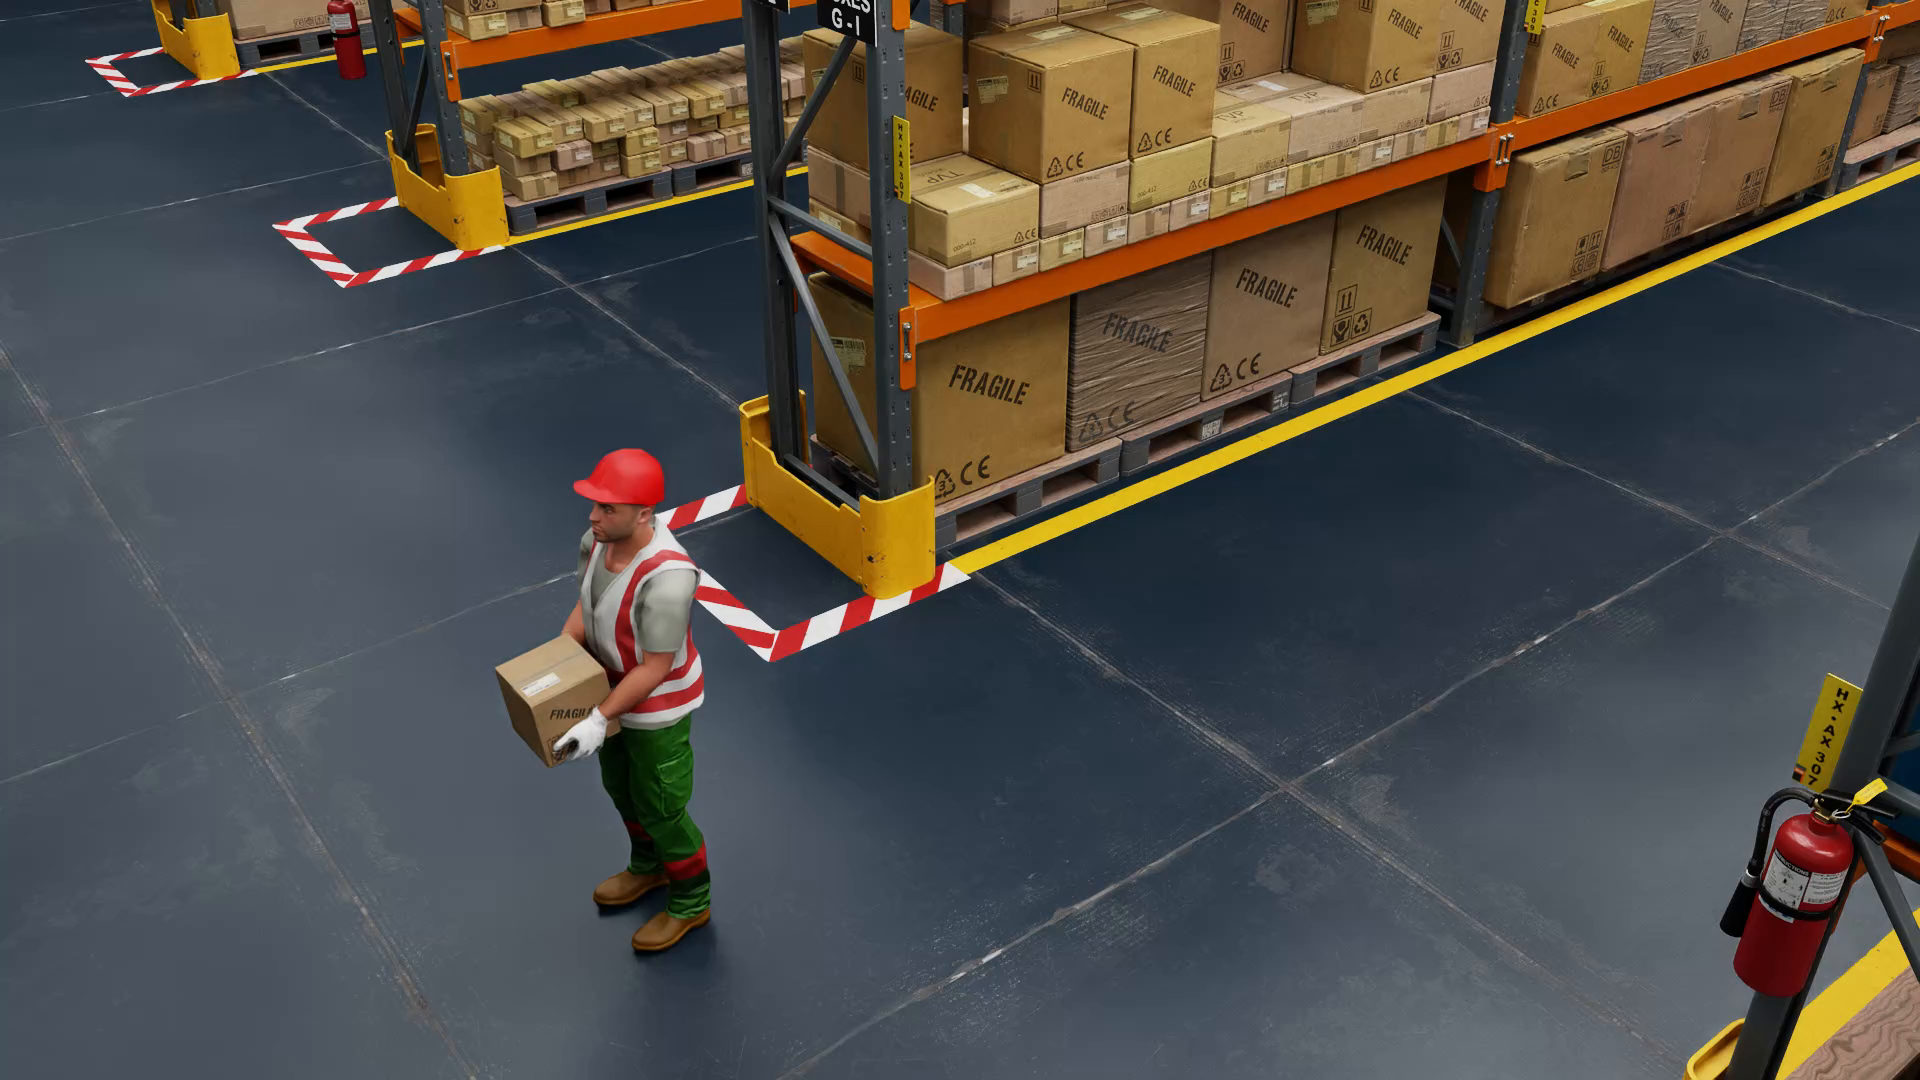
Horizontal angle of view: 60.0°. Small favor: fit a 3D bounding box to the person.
[{"bbox_3d":[-1.083,0.543,5.238,0.547,1.793,0.519,-23,38,-32],"label":"person"}]
